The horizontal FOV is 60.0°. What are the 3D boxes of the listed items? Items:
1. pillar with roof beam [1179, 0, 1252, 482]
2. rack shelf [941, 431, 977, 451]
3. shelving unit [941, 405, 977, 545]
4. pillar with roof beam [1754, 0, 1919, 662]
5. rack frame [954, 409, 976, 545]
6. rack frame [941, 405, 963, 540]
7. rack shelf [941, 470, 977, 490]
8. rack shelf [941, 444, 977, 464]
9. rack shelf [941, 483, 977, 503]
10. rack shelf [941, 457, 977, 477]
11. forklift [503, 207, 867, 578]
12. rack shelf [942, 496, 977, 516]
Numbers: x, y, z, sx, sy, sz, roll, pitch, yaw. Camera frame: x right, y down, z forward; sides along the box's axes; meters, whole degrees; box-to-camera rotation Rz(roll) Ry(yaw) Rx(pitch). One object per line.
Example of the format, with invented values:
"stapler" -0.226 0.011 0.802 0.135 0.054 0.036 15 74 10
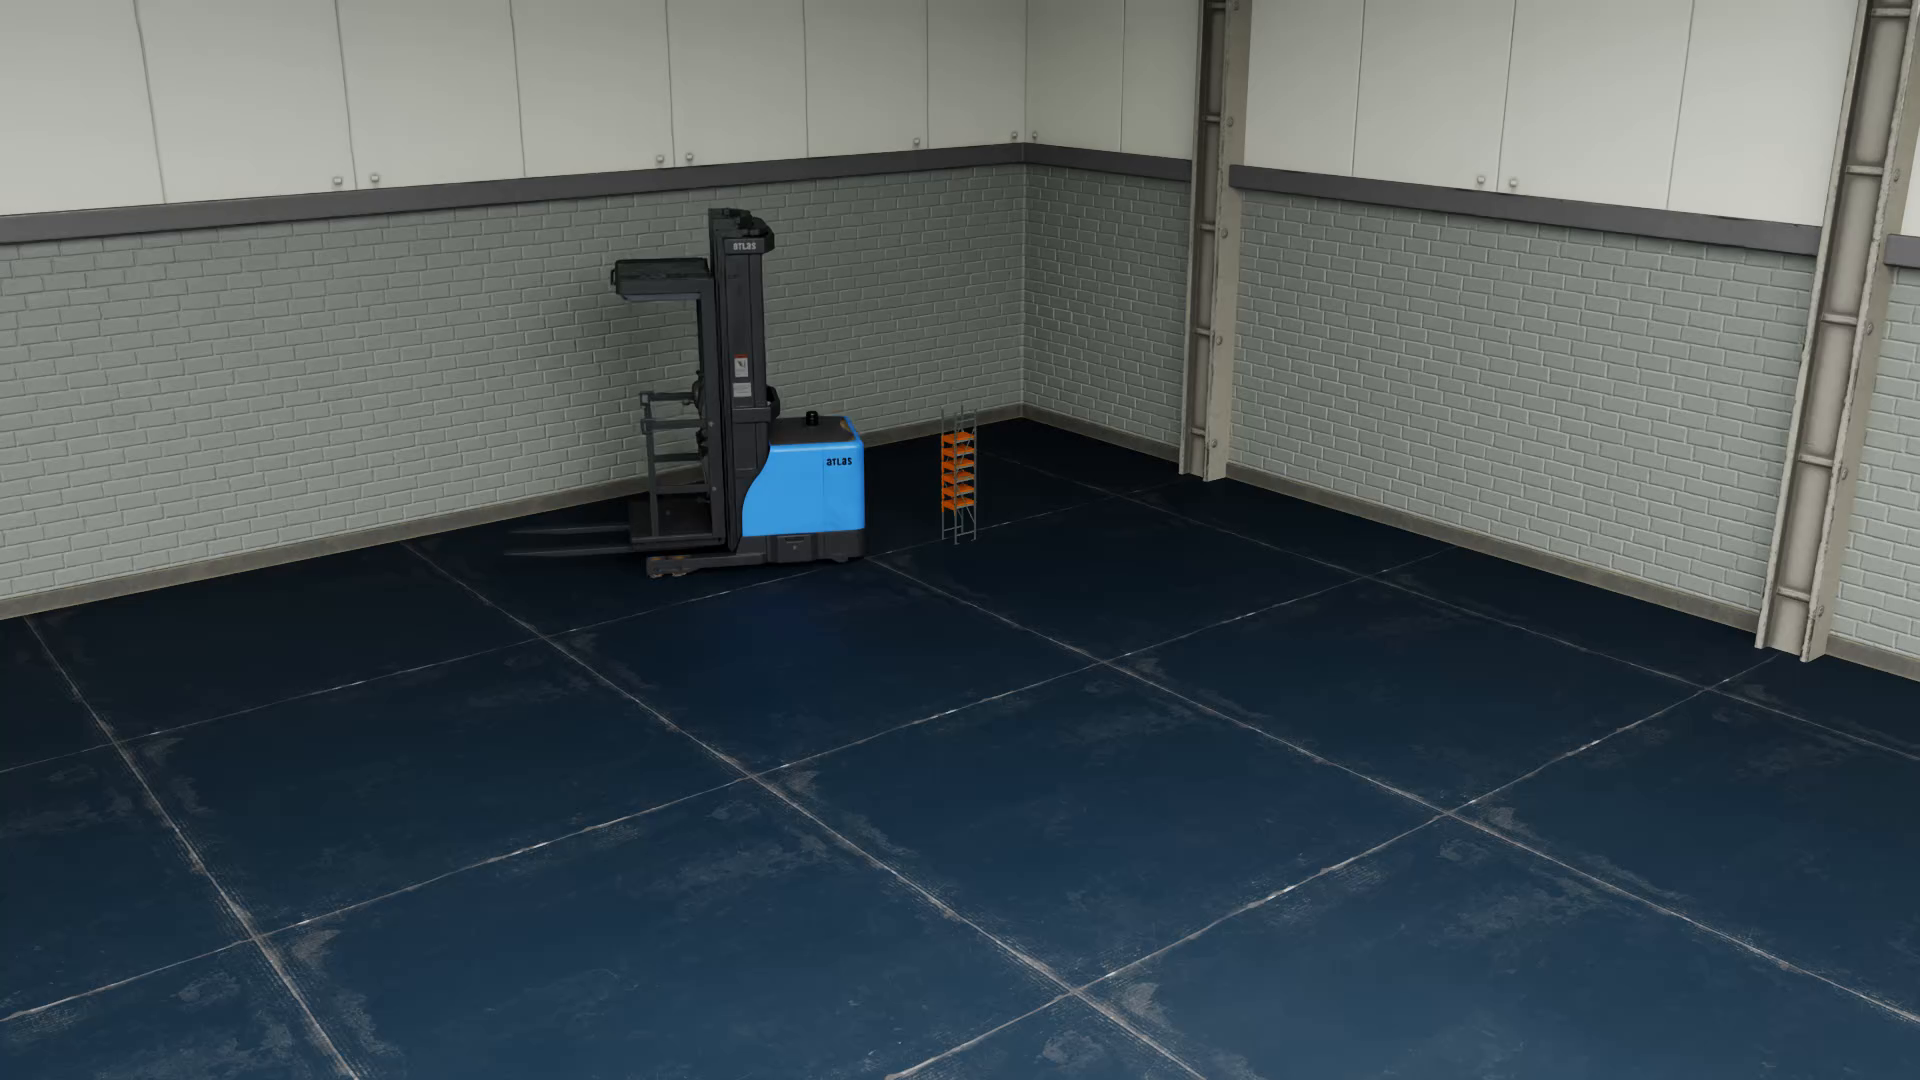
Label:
"pillar with roof beam" -0.912 -4.093 12.907 9.100 9.000 0.400 -14 23 -36
"rack shelf" -0.009 -0.873 14.585 0.258 0.103 0.180 -14 23 -36
"shelving unit" -0.009 -0.573 14.685 0.258 1.200 0.189 -14 23 -36
"pillar with roof beam" 2.814 -2.614 8.443 9.100 9.000 0.400 -14 23 -36
"rack frame" 0.048 -0.551 14.617 0.240 1.200 0.006 -14 23 -36
"rack frame" -0.066 -0.596 14.753 0.240 1.200 0.006 -14 23 -36
"rack shelf" -0.009 -0.531 14.699 0.258 0.103 0.180 -14 23 -36
"rack shelf" -0.009 -0.759 14.623 0.258 0.103 0.180 -14 23 -36
"rack shelf" -0.009 -0.417 14.736 0.258 0.103 0.180 -14 23 -36
"rack shelf" -0.009 -0.645 14.661 0.258 0.103 0.180 -14 23 -36
"forklift" -2.366 -1.255 13.991 3.031 2.935 1.130 -4 19 -11
"rack shelf" -0.009 -0.303 14.774 0.258 0.103 0.180 -14 23 -36
